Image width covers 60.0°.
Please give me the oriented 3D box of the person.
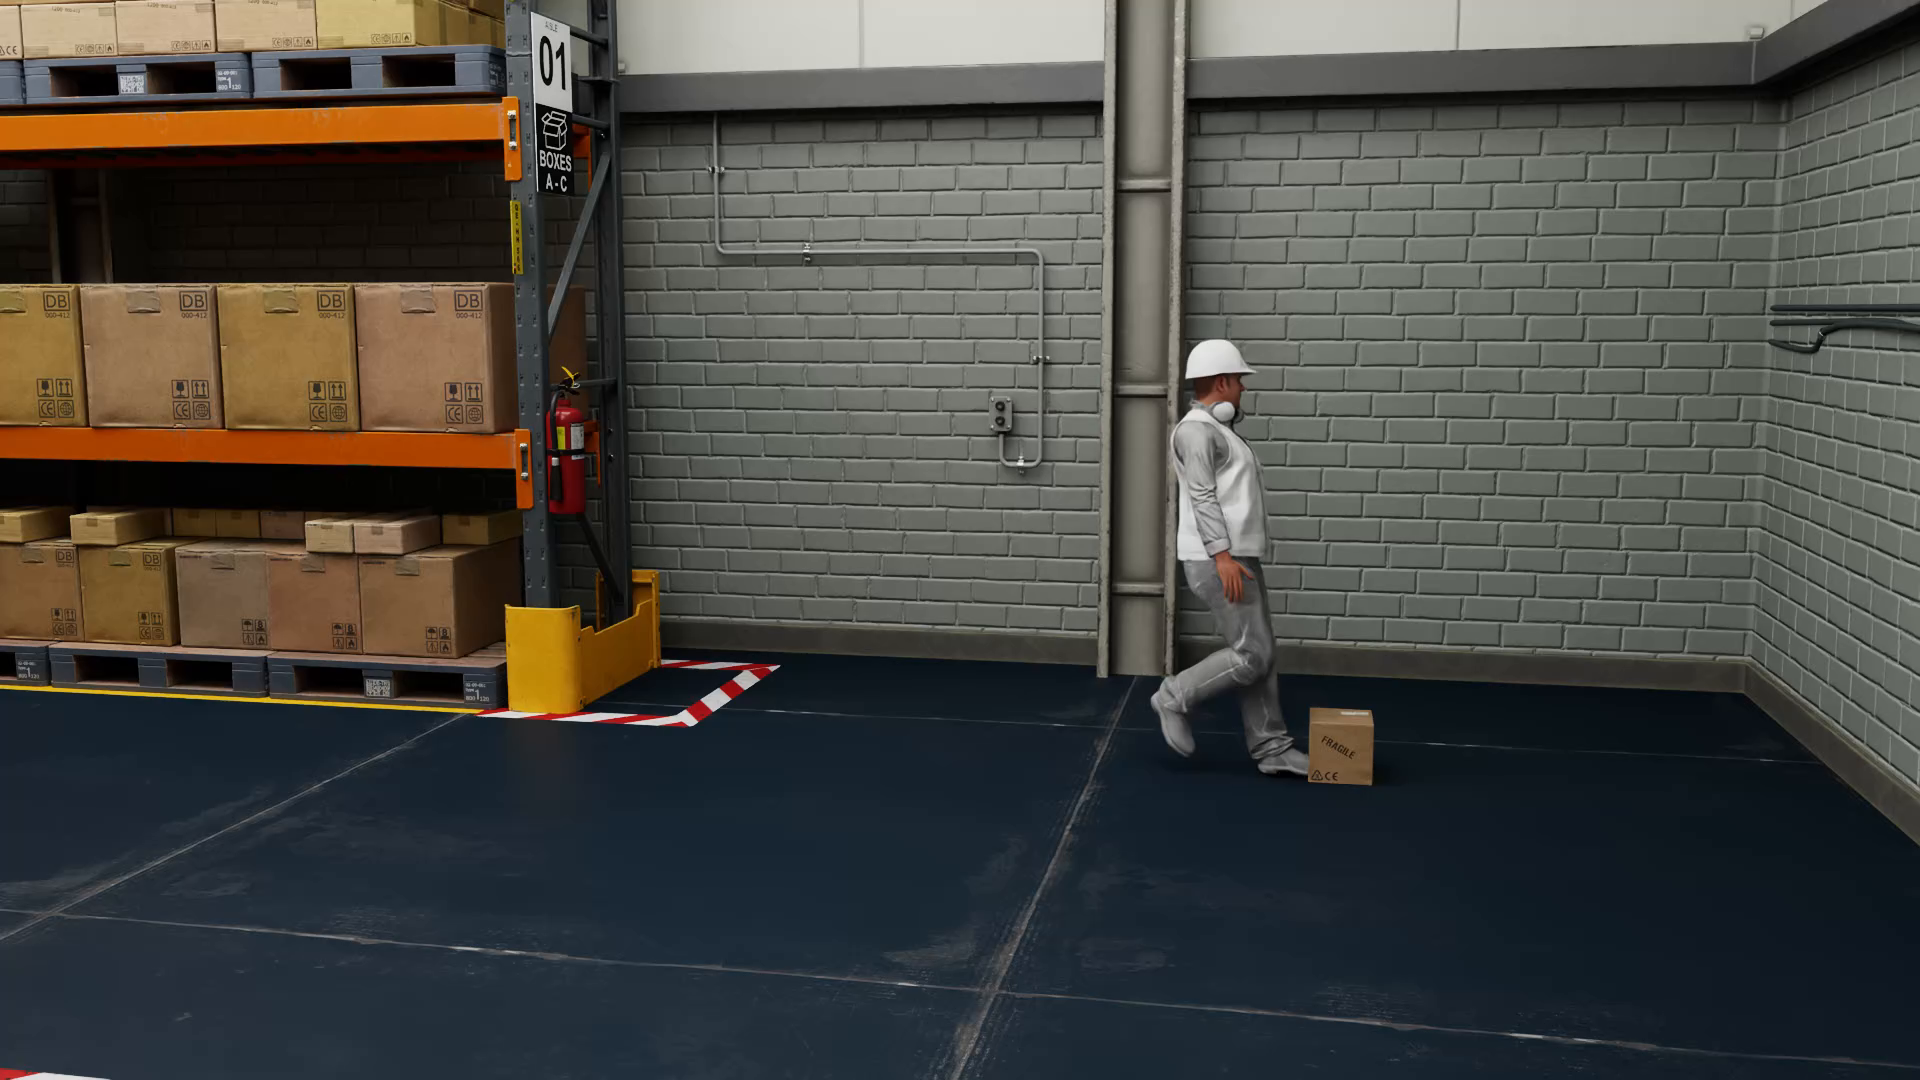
[{"bbox_3d":[1.151,0.075,6.698,0.735,1.748,0.609,3,8,20],"label":"person"}]
